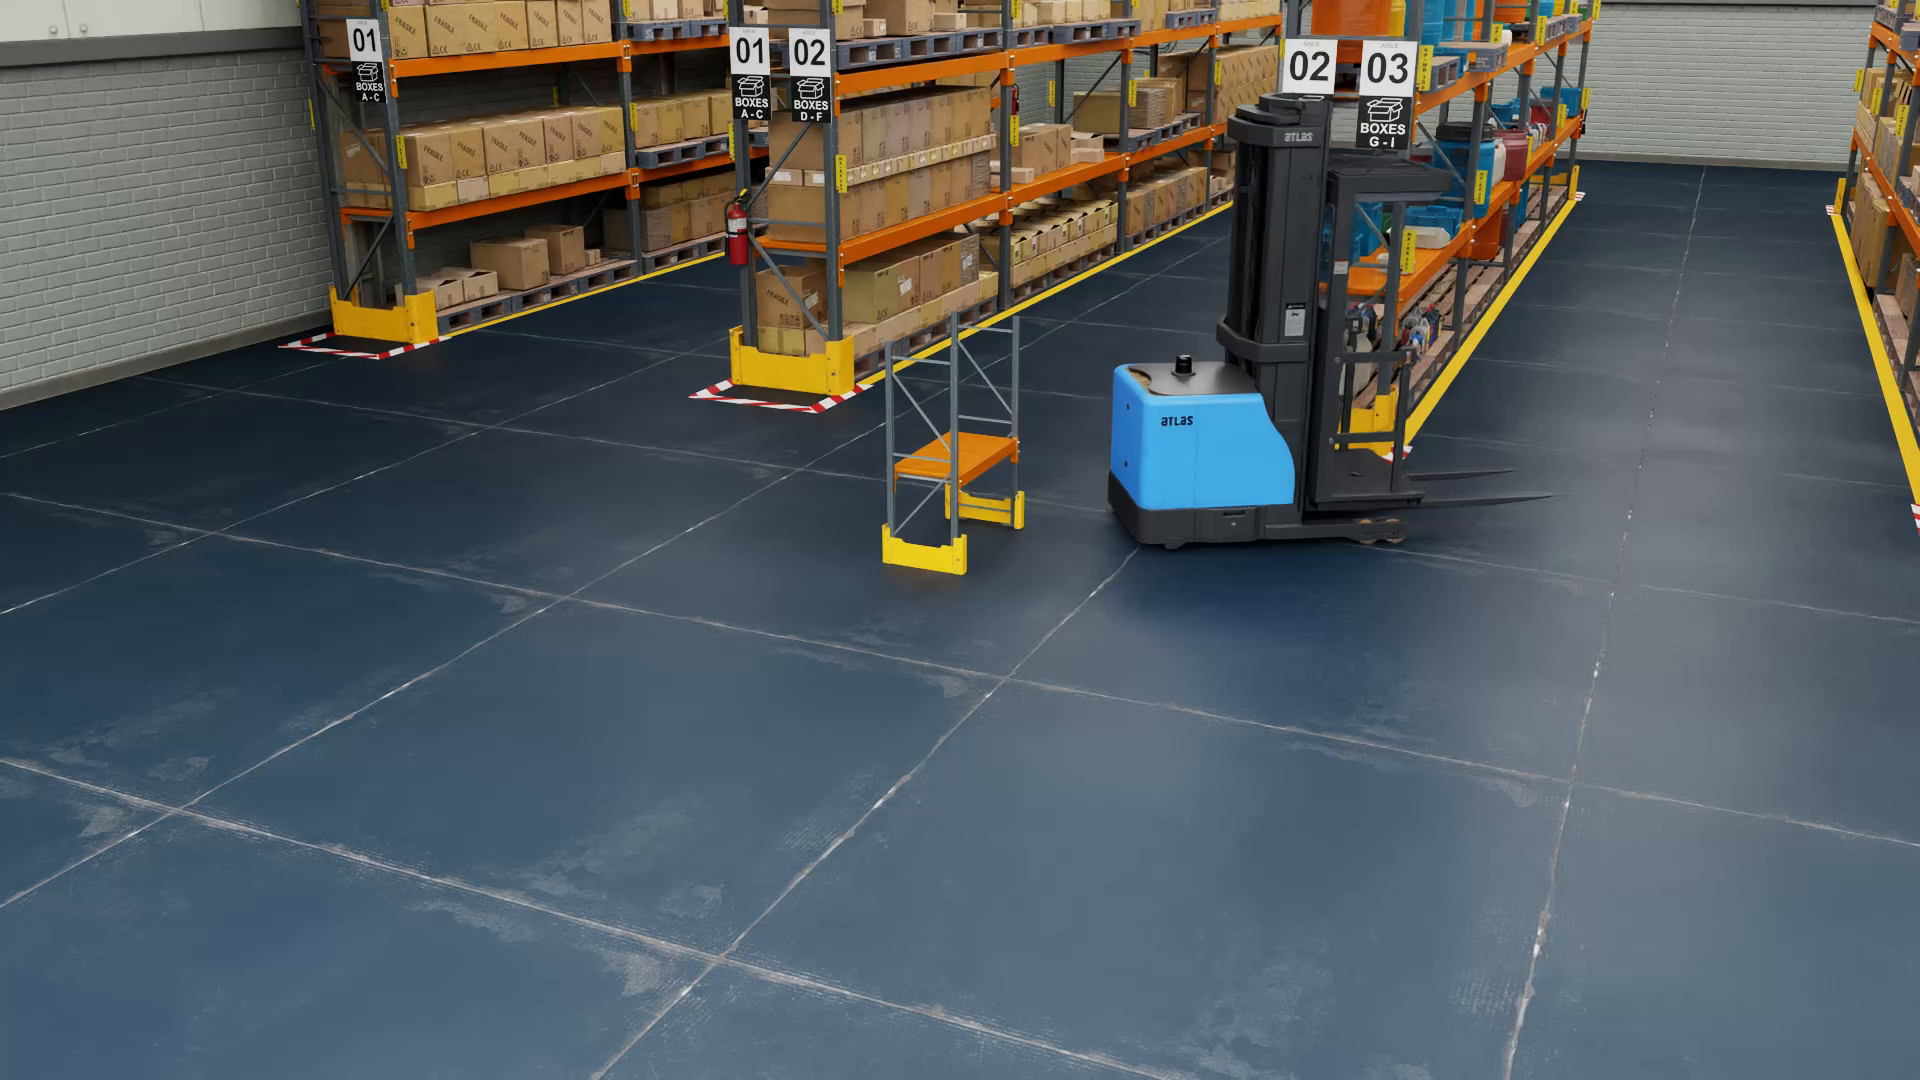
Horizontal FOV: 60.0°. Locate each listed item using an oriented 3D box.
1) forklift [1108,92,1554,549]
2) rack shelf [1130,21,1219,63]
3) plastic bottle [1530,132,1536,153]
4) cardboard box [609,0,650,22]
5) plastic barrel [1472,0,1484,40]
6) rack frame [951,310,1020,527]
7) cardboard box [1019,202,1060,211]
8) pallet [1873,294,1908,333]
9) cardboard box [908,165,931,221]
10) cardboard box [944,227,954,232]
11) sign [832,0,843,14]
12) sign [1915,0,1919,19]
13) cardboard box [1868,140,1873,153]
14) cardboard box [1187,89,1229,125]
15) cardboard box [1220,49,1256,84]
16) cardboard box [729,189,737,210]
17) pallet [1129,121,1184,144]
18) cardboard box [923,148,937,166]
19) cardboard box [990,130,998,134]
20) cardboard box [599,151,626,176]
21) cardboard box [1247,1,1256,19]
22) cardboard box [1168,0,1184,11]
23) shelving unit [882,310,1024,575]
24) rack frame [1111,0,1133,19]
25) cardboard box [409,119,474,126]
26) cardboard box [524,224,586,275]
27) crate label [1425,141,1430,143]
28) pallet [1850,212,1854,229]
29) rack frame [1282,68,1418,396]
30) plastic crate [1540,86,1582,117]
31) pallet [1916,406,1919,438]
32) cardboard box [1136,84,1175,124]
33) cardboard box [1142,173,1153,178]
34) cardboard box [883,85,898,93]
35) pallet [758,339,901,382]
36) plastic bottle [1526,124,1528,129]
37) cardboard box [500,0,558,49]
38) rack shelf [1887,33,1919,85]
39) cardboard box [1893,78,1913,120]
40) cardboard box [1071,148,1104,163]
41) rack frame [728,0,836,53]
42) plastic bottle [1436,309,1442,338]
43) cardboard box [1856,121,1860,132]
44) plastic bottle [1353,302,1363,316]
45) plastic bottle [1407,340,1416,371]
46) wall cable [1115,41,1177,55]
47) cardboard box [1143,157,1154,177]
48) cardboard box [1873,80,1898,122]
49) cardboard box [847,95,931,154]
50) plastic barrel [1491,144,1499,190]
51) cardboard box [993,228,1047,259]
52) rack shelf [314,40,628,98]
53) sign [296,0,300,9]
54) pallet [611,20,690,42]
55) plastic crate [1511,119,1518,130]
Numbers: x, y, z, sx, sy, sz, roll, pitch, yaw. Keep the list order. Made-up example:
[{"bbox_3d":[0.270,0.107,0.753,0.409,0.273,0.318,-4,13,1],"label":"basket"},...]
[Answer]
[{"bbox_3d":[2.630,-1.524,11.379,3.031,2.935,1.130,-3,20,-7],"label":"forklift"},{"bbox_3d":[2.543,-6.993,23.254,1.077,0.370,4.000,9,21,23],"label":"rack shelf"},{"bbox_3d":[7.507,-5.248,21.935,0.152,0.276,0.135,9,21,23],"label":"plastic bottle"},{"bbox_3d":[-4.138,-6.578,20.236,0.500,0.500,0.500,12,23,30],"label":"cardboard box"},{"bbox_3d":[5.440,-5.821,18.243,0.600,0.830,0.708,9,21,23],"label":"plastic barrel"},{"bbox_3d":[0.173,-0.836,11.581,0.500,1.500,0.032,9,21,23],"label":"rack frame"},{"bbox_3d":[1.035,-4.193,21.421,0.500,0.311,0.500,8,21,21],"label":"cardboard box"},{"bbox_3d":[10.439,-2.395,17.887,1.003,0.211,1.213,9,21,23],"label":"pallet"},{"bbox_3d":[-0.717,-3.524,16.751,0.700,0.500,0.500,9,22,24],"label":"cardboard box"},{"bbox_3d":[-0.389,-3.242,18.465,0.500,0.500,0.500,9,21,23],"label":"cardboard box"},{"bbox_3d":[-1.048,-4.646,14.158,0.100,0.325,0.005,9,21,23],"label":"sign"},{"bbox_3d":[10.258,-5.720,17.710,0.100,0.325,0.005,9,21,23],"label":"sign"},{"bbox_3d":[12.225,-5.190,21.960,0.380,0.149,0.250,9,21,23],"label":"cardboard box"},{"bbox_3d":[3.820,-6.696,25.671,0.500,0.500,0.500,9,22,24],"label":"cardboard box"},{"bbox_3d":[4.444,-7.627,26.797,0.500,0.500,0.500,9,22,24],"label":"cardboard box"},{"bbox_3d":[-3.361,-4.647,23.133,0.700,0.500,0.500,9,21,23],"label":"cardboard box"},{"bbox_3d":[2.517,-5.812,23.622,1.003,0.211,1.213,9,21,23],"label":"pallet"},{"bbox_3d":[-0.457,-3.856,16.716,0.380,0.149,0.250,9,22,24],"label":"cardboard box"},{"bbox_3d":[0.284,-7.224,30.409,0.700,0.500,0.500,9,21,23],"label":"cardboard box"},{"bbox_3d":[-4.352,-4.516,19.884,0.500,0.250,0.500,9,21,23],"label":"cardboard box"},{"bbox_3d":[4.403,-8.446,26.488,0.500,0.250,0.500,9,21,23],"label":"cardboard box"},{"bbox_3d":[2.836,-7.884,23.761,0.600,0.600,0.600,8,21,22],"label":"cardboard box"},{"bbox_3d":[-0.031,-0.683,11.152,0.587,1.500,1.083,9,21,23],"label":"shelving unit"},{"bbox_3d":[1.724,-8.134,20.911,1.000,3.000,0.127,9,21,23],"label":"rack frame"},{"bbox_3d":[-5.650,-4.317,18.206,0.500,0.500,0.500,8,21,21],"label":"cardboard box"},{"bbox_3d":[-4.823,-3.470,19.824,0.500,0.500,0.500,7,21,19],"label":"cardboard box"},{"bbox_3d":[5.588,-4.377,19.247,0.502,0.435,0.616,9,21,23],"label":"crate label"},{"bbox_3d":[13.279,-4.452,23.673,1.003,0.211,1.213,9,21,23],"label":"pallet"},{"bbox_3d":[2.966,-2.181,13.126,1.000,3.000,0.127,9,21,23],"label":"rack frame"},{"bbox_3d":[9.551,-6.989,26.503,0.616,0.435,0.499,9,21,23],"label":"plastic crate"},{"bbox_3d":[8.382,-0.826,13.477,1.003,0.211,1.213,9,21,23],"label":"pallet"},{"bbox_3d":[2.695,-6.227,23.725,0.700,0.500,0.500,3,20,9],"label":"cardboard box"},{"bbox_3d":[2.522,-5.129,24.489,0.500,0.500,0.500,9,21,23],"label":"cardboard box"},{"bbox_3d":[-1.317,-7.073,26.257,0.500,0.500,0.500,9,21,23],"label":"cardboard box"},{"bbox_3d":[-1.277,-1.788,16.181,1.003,0.211,1.213,9,21,23],"label":"pallet"},{"bbox_3d":[7.595,-5.464,22.429,0.144,0.351,0.185,9,21,23],"label":"plastic bottle"},{"bbox_3d":[-4.827,-5.717,18.413,0.500,0.500,0.500,8,21,21],"label":"cardboard box"},{"bbox_3d":[11.580,-5.633,19.428,1.077,0.370,4.000,9,21,23],"label":"rack shelf"},{"bbox_3d":[12.144,-5.493,20.792,0.797,0.503,0.637,8,21,21],"label":"cardboard box"},{"bbox_3d":[1.608,-4.876,21.079,0.380,0.149,0.250,9,21,23],"label":"cardboard box"},{"bbox_3d":[-1.552,-5.689,14.035,1.000,3.000,0.127,9,21,23],"label":"rack frame"},{"bbox_3d":[4.708,-2.139,16.405,0.061,0.283,0.133,10,22,25],"label":"plastic bottle"},{"bbox_3d":[13.382,-6.054,24.391,0.380,0.149,0.250,8,21,21],"label":"cardboard box"},{"bbox_3d":[3.895,-2.173,16.400,0.144,0.351,0.185,9,22,24],"label":"plastic bottle"},{"bbox_3d":[4.102,-1.687,15.133,0.061,0.283,0.133,9,21,24],"label":"plastic bottle"},{"bbox_3d":[3.122,-11.475,34.940,3.097,2.526,0.112,9,21,23],"label":"wall cable"},{"bbox_3d":[2.532,-5.493,24.393,0.500,0.250,0.500,9,21,23],"label":"cardboard box"},{"bbox_3d":[12.343,-5.770,21.877,0.500,0.500,0.500,9,22,24],"label":"cardboard box"},{"bbox_3d":[-0.706,-4.146,16.566,0.700,0.500,0.500,9,21,23],"label":"cardboard box"},{"bbox_3d":[5.673,-4.087,18.281,0.433,0.535,0.433,0,20,0],"label":"plastic barrel"},{"bbox_3d":[0.693,-3.496,19.462,0.500,0.311,0.500,8,21,22],"label":"cardboard box"},{"bbox_3d":[-5.253,-5.226,18.285,1.077,0.370,4.000,9,21,23],"label":"rack shelf"},{"bbox_3d":[-6.571,-5.453,16.528,0.100,0.325,0.005,9,21,23],"label":"sign"},{"bbox_3d":[-4.084,-6.262,20.405,1.213,0.211,1.003,9,21,23],"label":"pallet"},{"bbox_3d":[8.093,-6.127,24.542,0.437,0.125,0.590,9,21,23],"label":"plastic crate"}]
